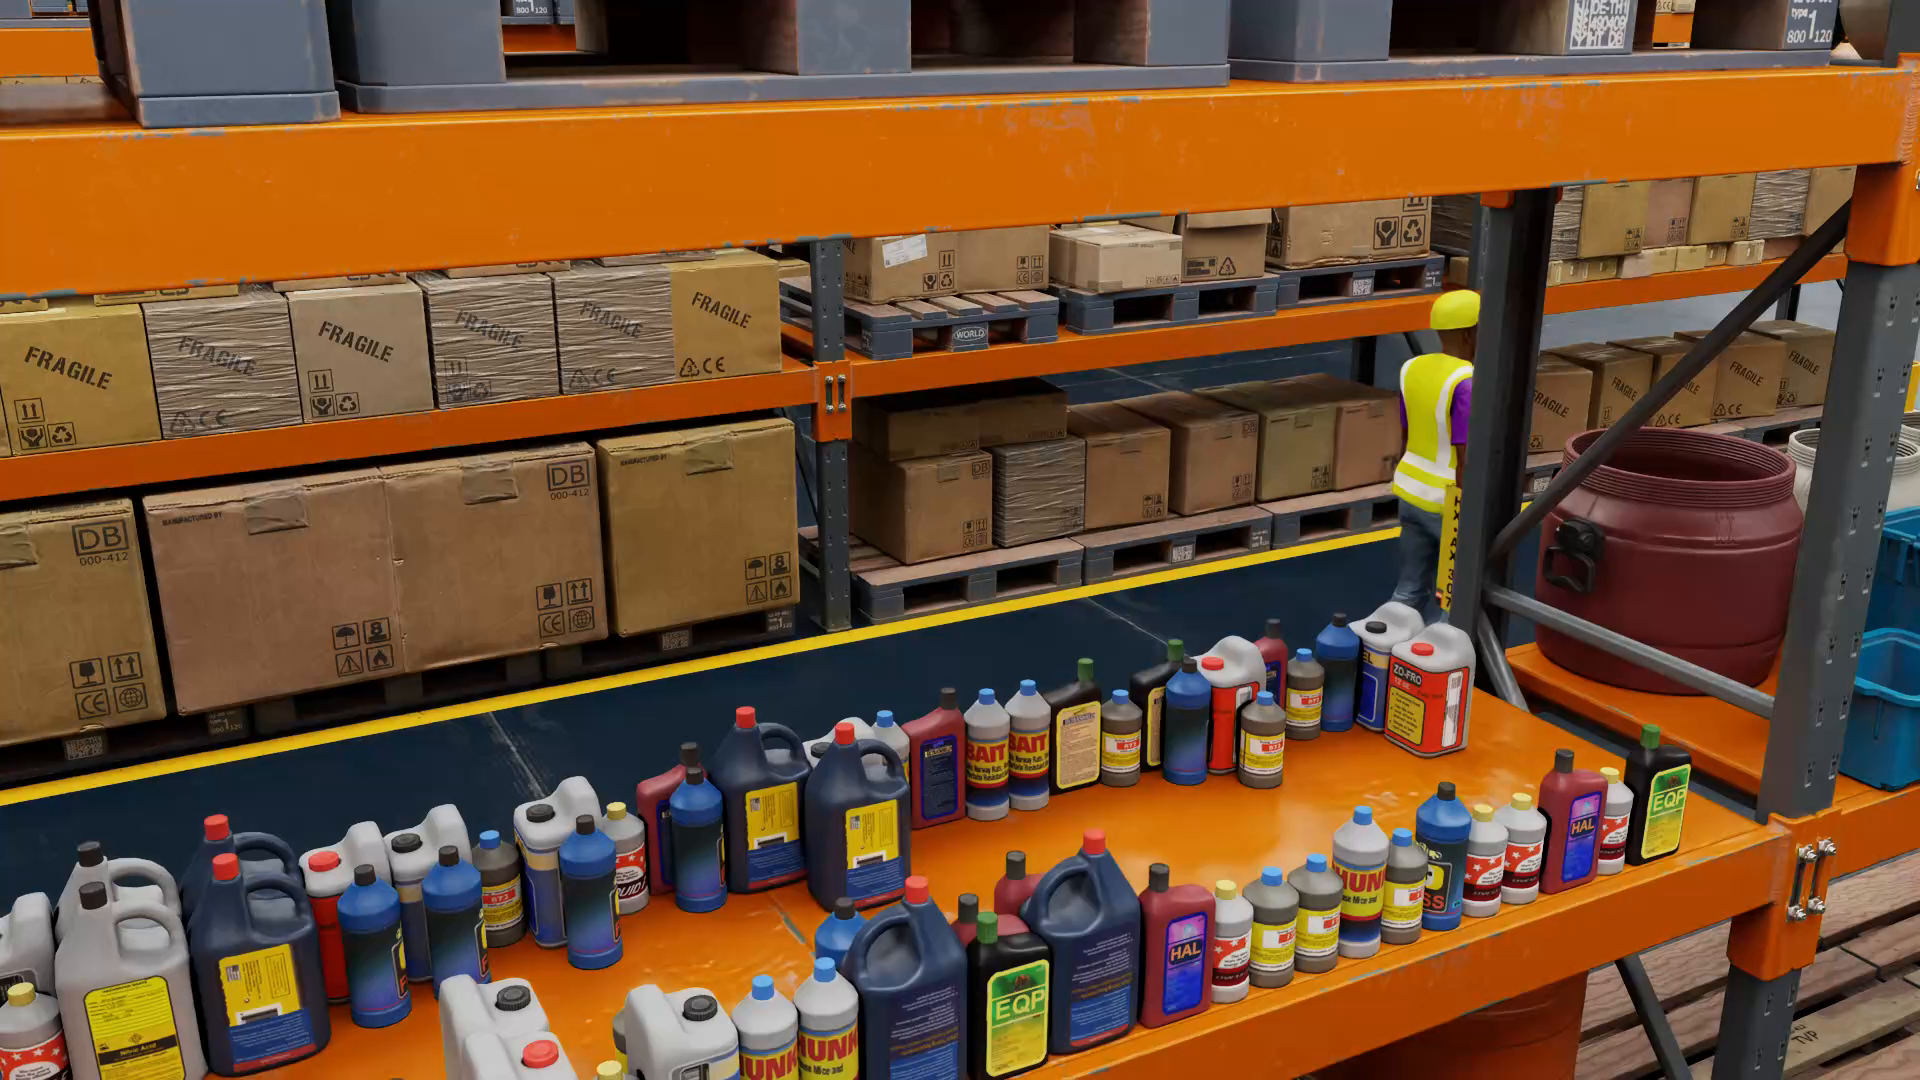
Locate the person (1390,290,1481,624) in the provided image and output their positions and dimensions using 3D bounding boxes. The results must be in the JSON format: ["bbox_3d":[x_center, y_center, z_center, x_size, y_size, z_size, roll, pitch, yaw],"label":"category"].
[{"bbox_3d":[2.015,-0.147,6.917,0.495,1.782,0.606,-7,19,-19],"label":"person"}]
